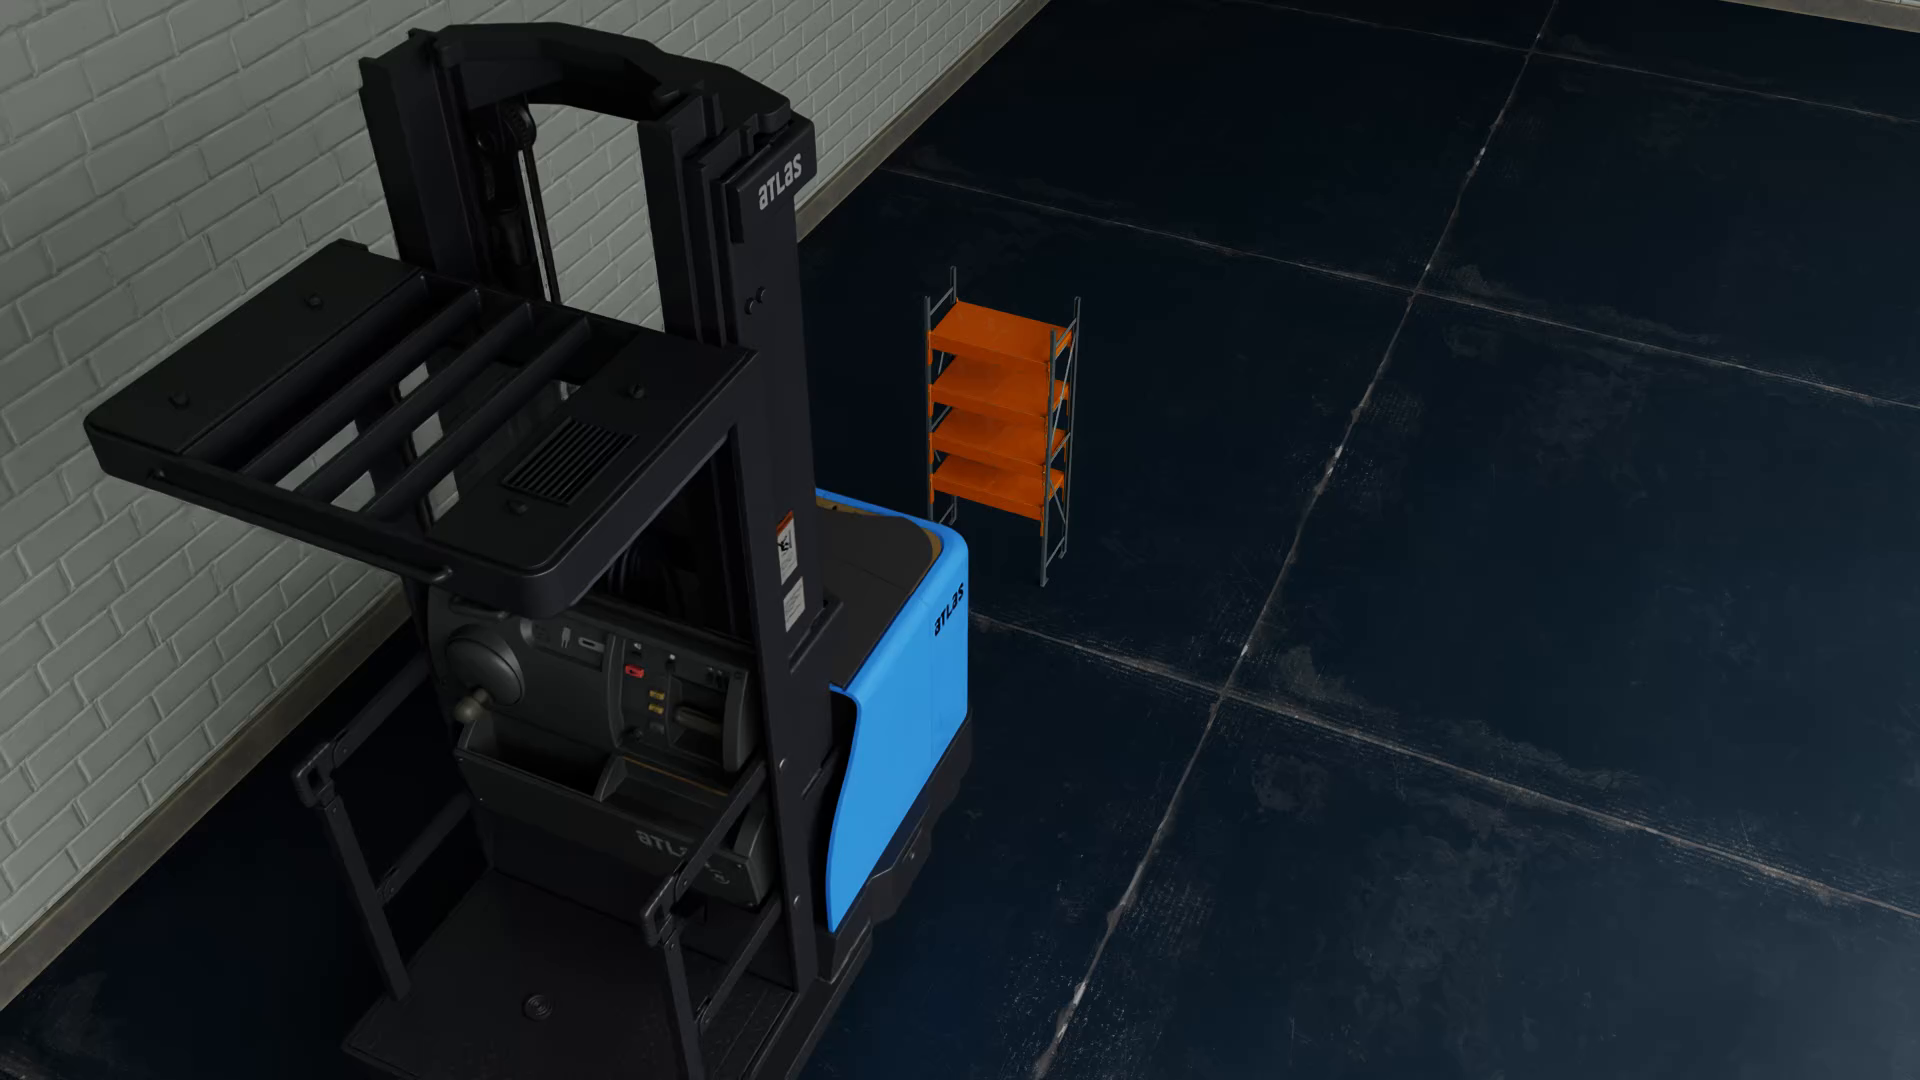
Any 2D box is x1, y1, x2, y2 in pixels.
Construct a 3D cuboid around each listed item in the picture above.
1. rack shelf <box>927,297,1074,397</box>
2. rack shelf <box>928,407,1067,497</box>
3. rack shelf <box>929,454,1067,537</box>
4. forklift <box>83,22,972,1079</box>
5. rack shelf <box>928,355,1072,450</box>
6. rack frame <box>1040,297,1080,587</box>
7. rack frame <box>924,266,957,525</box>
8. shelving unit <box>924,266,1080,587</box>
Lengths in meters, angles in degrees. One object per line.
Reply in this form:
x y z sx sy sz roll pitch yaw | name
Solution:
0.150 -0.704 6.047 0.480 0.148 0.258 17 44 19 | rack shelf
0.150 -0.357 6.348 0.480 0.148 0.258 17 44 19 | rack shelf
0.150 -0.207 6.478 0.480 0.148 0.258 17 44 19 | rack shelf
-1.028 0.425 4.021 1.130 2.935 3.031 17 44 18 | forklift
0.150 -0.526 6.202 0.480 0.148 0.258 17 44 19 | rack shelf
0.371 -0.340 6.226 0.015 1.200 0.240 17 44 19 | rack frame
-0.071 -0.475 6.382 0.015 1.200 0.240 17 44 19 | rack frame
0.150 -0.408 6.304 0.503 1.200 0.258 17 44 19 | shelving unit
